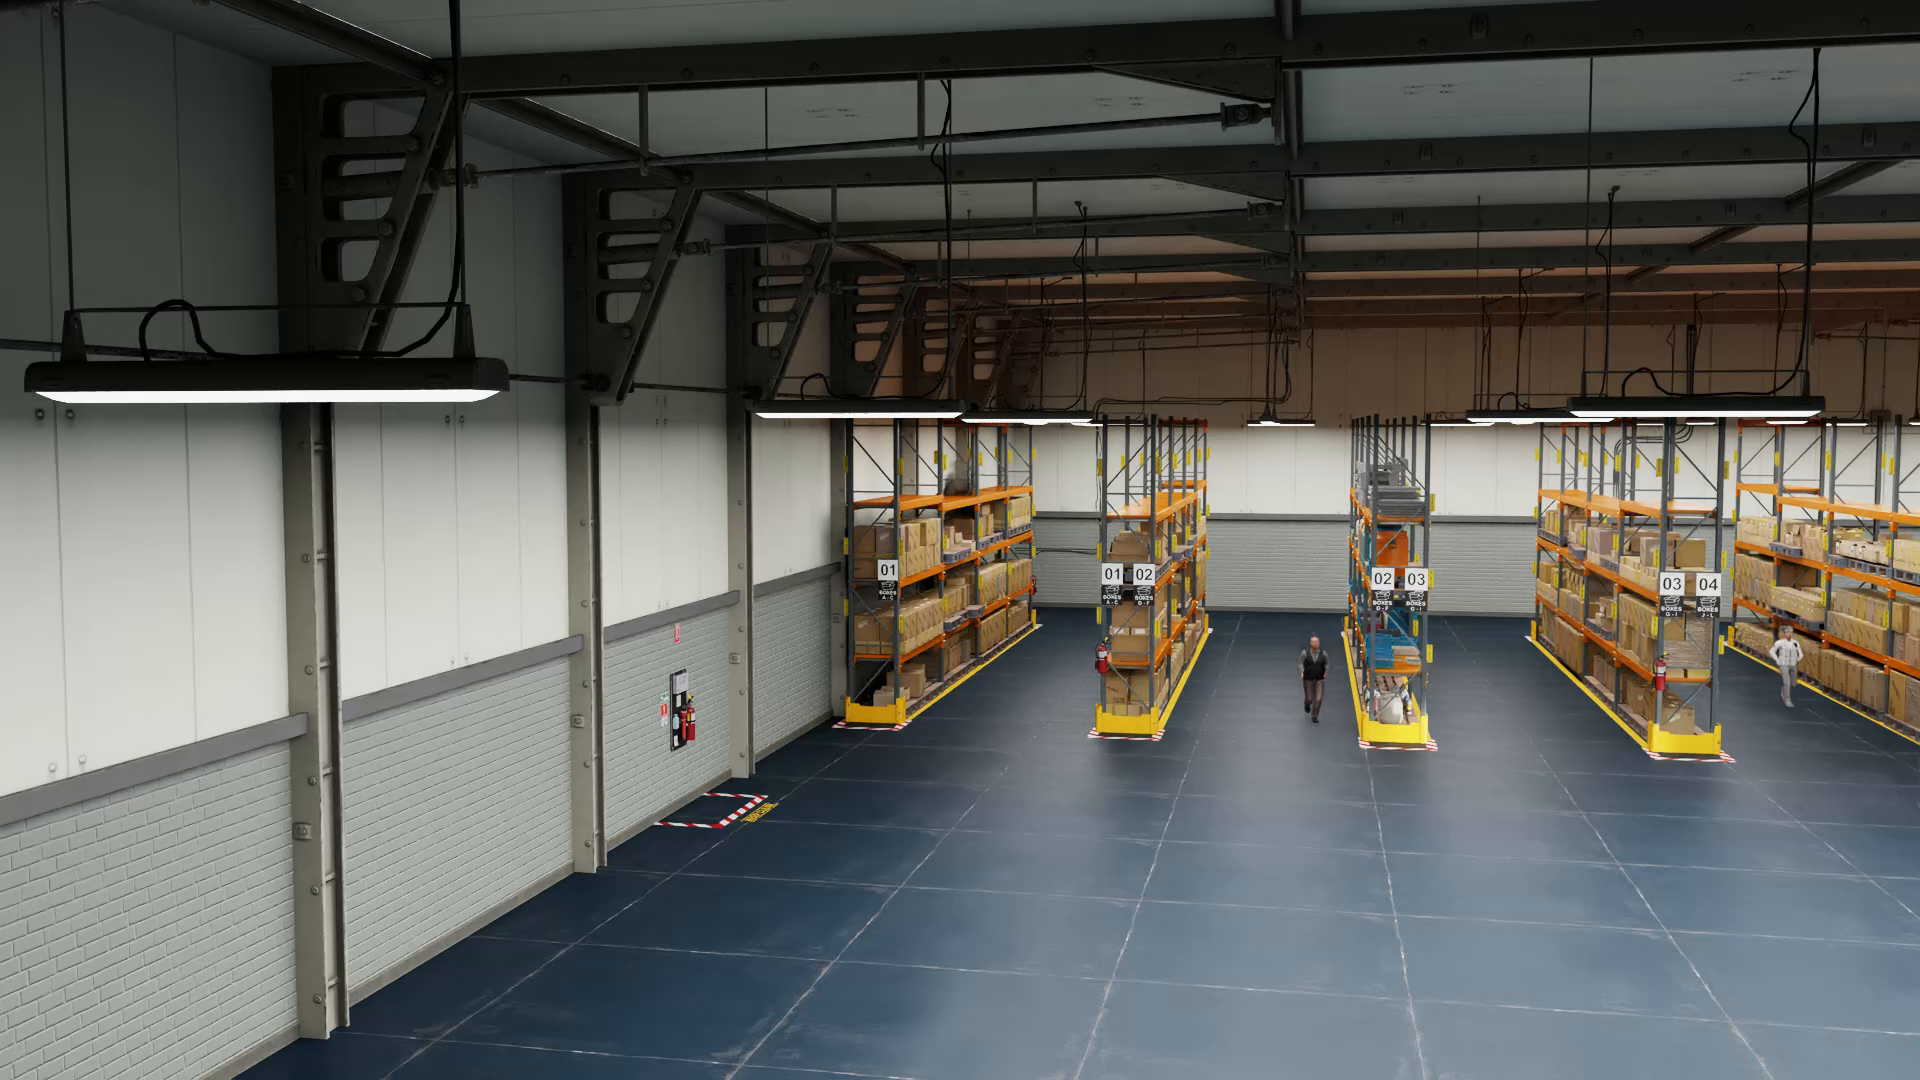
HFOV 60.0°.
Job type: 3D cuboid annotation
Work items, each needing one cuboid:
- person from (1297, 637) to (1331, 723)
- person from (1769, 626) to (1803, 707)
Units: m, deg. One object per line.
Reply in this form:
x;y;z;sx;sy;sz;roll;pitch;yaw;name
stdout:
6.938;2.723;32.593;0.647;1.675;0.637;0;4;7;person
17.127;2.599;34.441;0.625;1.655;0.748;0;4;5;person
